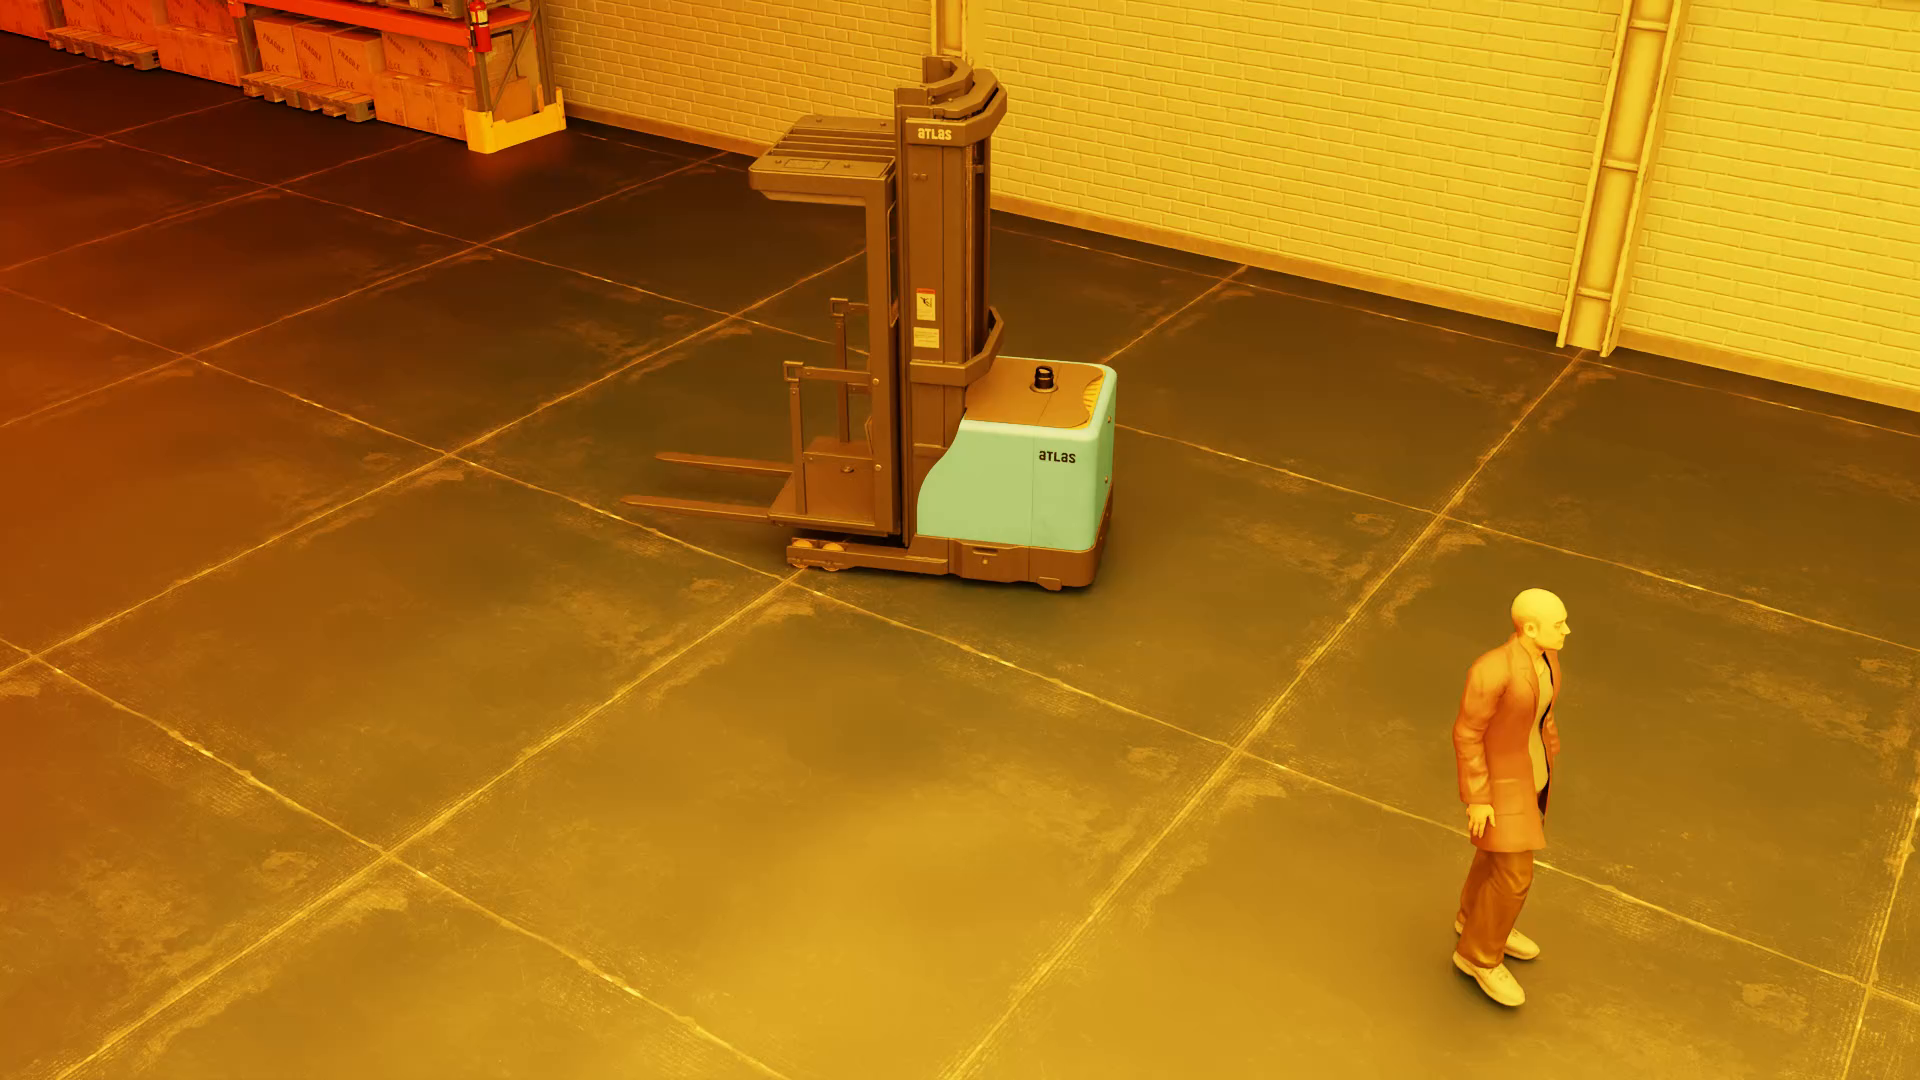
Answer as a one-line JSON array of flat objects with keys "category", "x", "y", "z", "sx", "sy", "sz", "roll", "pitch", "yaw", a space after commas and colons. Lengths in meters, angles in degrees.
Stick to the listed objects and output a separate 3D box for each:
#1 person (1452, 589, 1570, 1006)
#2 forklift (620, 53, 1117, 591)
[{"category": "person", "x": 2.367, "y": 1.037, "z": 6.927, "sx": 0.694, "sy": 1.777, "sz": 0.576, "roll": -26, "pitch": 39, "yaw": -37}, {"category": "forklift", "x": -0.596, "y": -1.330, "z": 9.871, "sx": 3.031, "sy": 2.935, "sz": 1.130, "roll": 6, "pitch": 31, "yaw": 10}]
